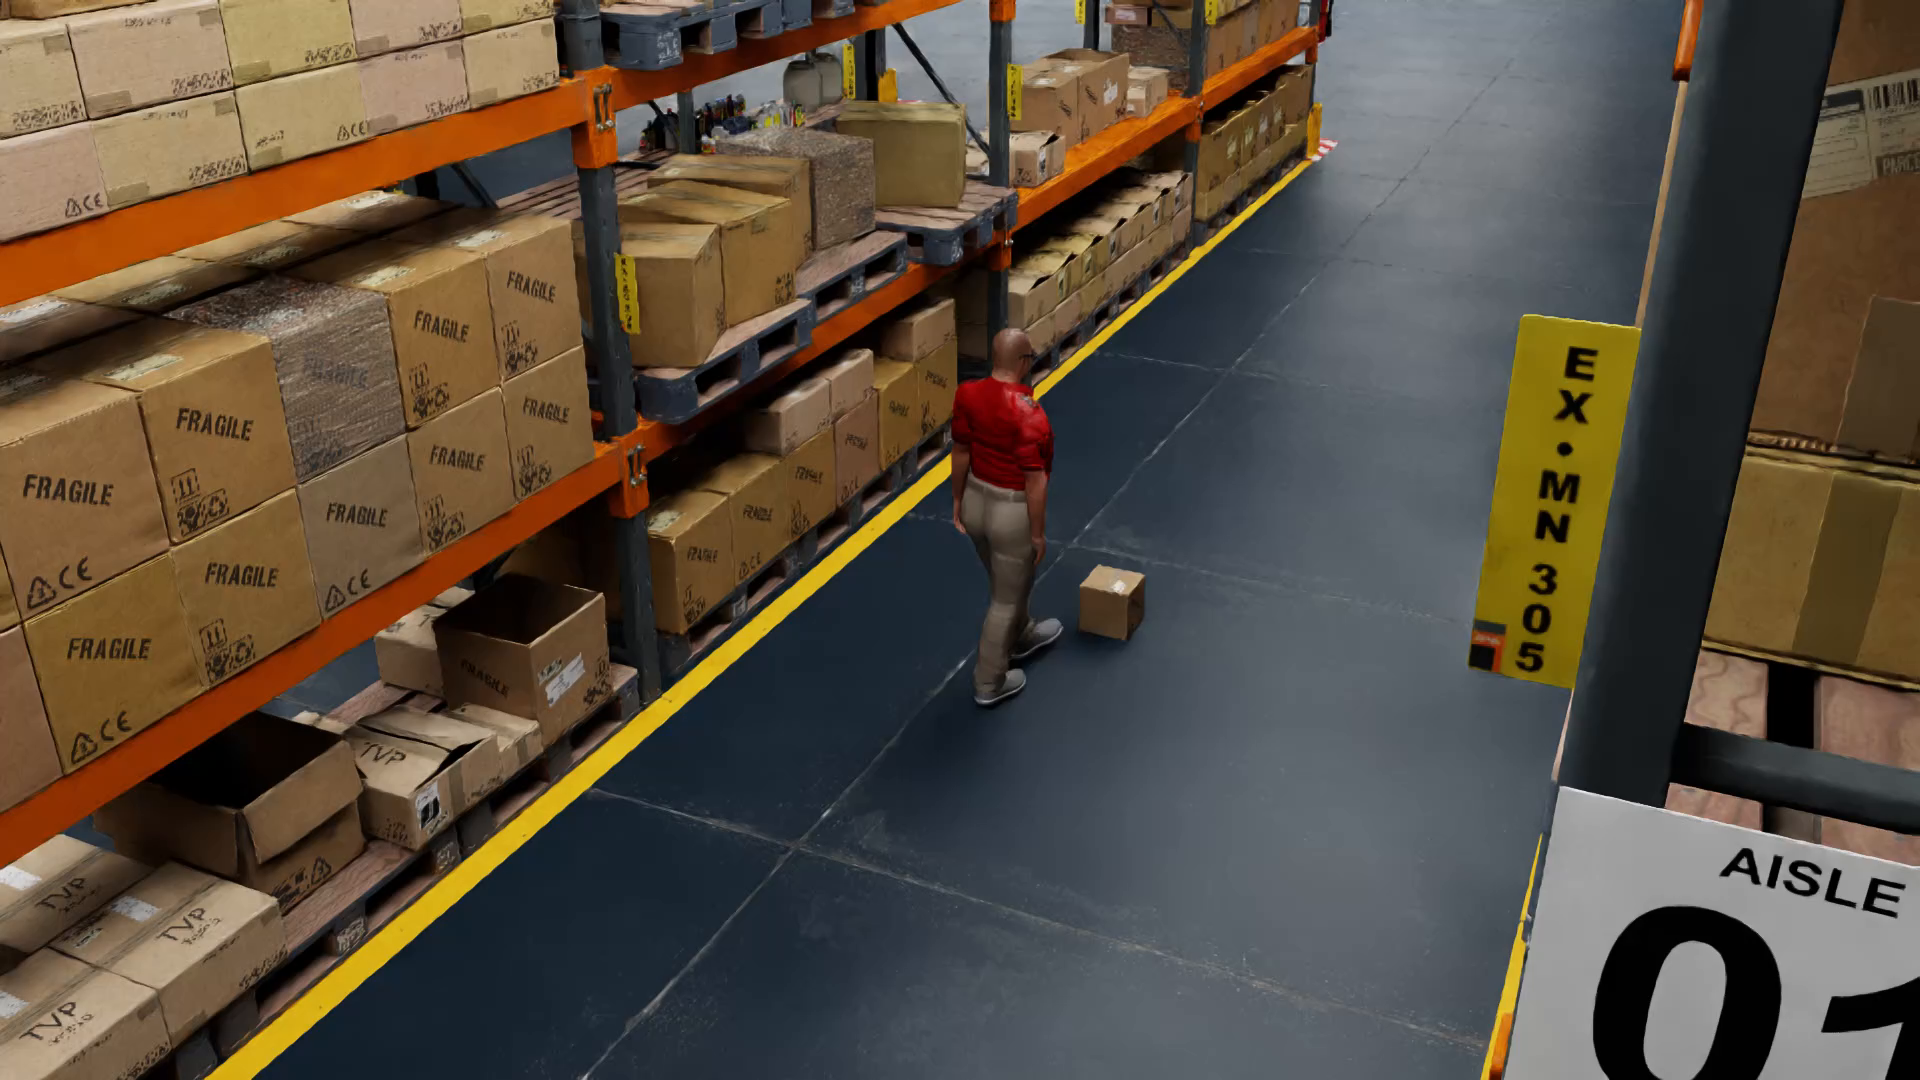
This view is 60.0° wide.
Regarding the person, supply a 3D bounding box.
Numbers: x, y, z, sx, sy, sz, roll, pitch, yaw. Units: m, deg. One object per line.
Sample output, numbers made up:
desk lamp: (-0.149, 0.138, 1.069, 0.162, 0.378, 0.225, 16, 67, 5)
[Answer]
person: (0.288, -0.153, 7.433, 0.726, 1.716, 0.546, -22, 33, -37)
